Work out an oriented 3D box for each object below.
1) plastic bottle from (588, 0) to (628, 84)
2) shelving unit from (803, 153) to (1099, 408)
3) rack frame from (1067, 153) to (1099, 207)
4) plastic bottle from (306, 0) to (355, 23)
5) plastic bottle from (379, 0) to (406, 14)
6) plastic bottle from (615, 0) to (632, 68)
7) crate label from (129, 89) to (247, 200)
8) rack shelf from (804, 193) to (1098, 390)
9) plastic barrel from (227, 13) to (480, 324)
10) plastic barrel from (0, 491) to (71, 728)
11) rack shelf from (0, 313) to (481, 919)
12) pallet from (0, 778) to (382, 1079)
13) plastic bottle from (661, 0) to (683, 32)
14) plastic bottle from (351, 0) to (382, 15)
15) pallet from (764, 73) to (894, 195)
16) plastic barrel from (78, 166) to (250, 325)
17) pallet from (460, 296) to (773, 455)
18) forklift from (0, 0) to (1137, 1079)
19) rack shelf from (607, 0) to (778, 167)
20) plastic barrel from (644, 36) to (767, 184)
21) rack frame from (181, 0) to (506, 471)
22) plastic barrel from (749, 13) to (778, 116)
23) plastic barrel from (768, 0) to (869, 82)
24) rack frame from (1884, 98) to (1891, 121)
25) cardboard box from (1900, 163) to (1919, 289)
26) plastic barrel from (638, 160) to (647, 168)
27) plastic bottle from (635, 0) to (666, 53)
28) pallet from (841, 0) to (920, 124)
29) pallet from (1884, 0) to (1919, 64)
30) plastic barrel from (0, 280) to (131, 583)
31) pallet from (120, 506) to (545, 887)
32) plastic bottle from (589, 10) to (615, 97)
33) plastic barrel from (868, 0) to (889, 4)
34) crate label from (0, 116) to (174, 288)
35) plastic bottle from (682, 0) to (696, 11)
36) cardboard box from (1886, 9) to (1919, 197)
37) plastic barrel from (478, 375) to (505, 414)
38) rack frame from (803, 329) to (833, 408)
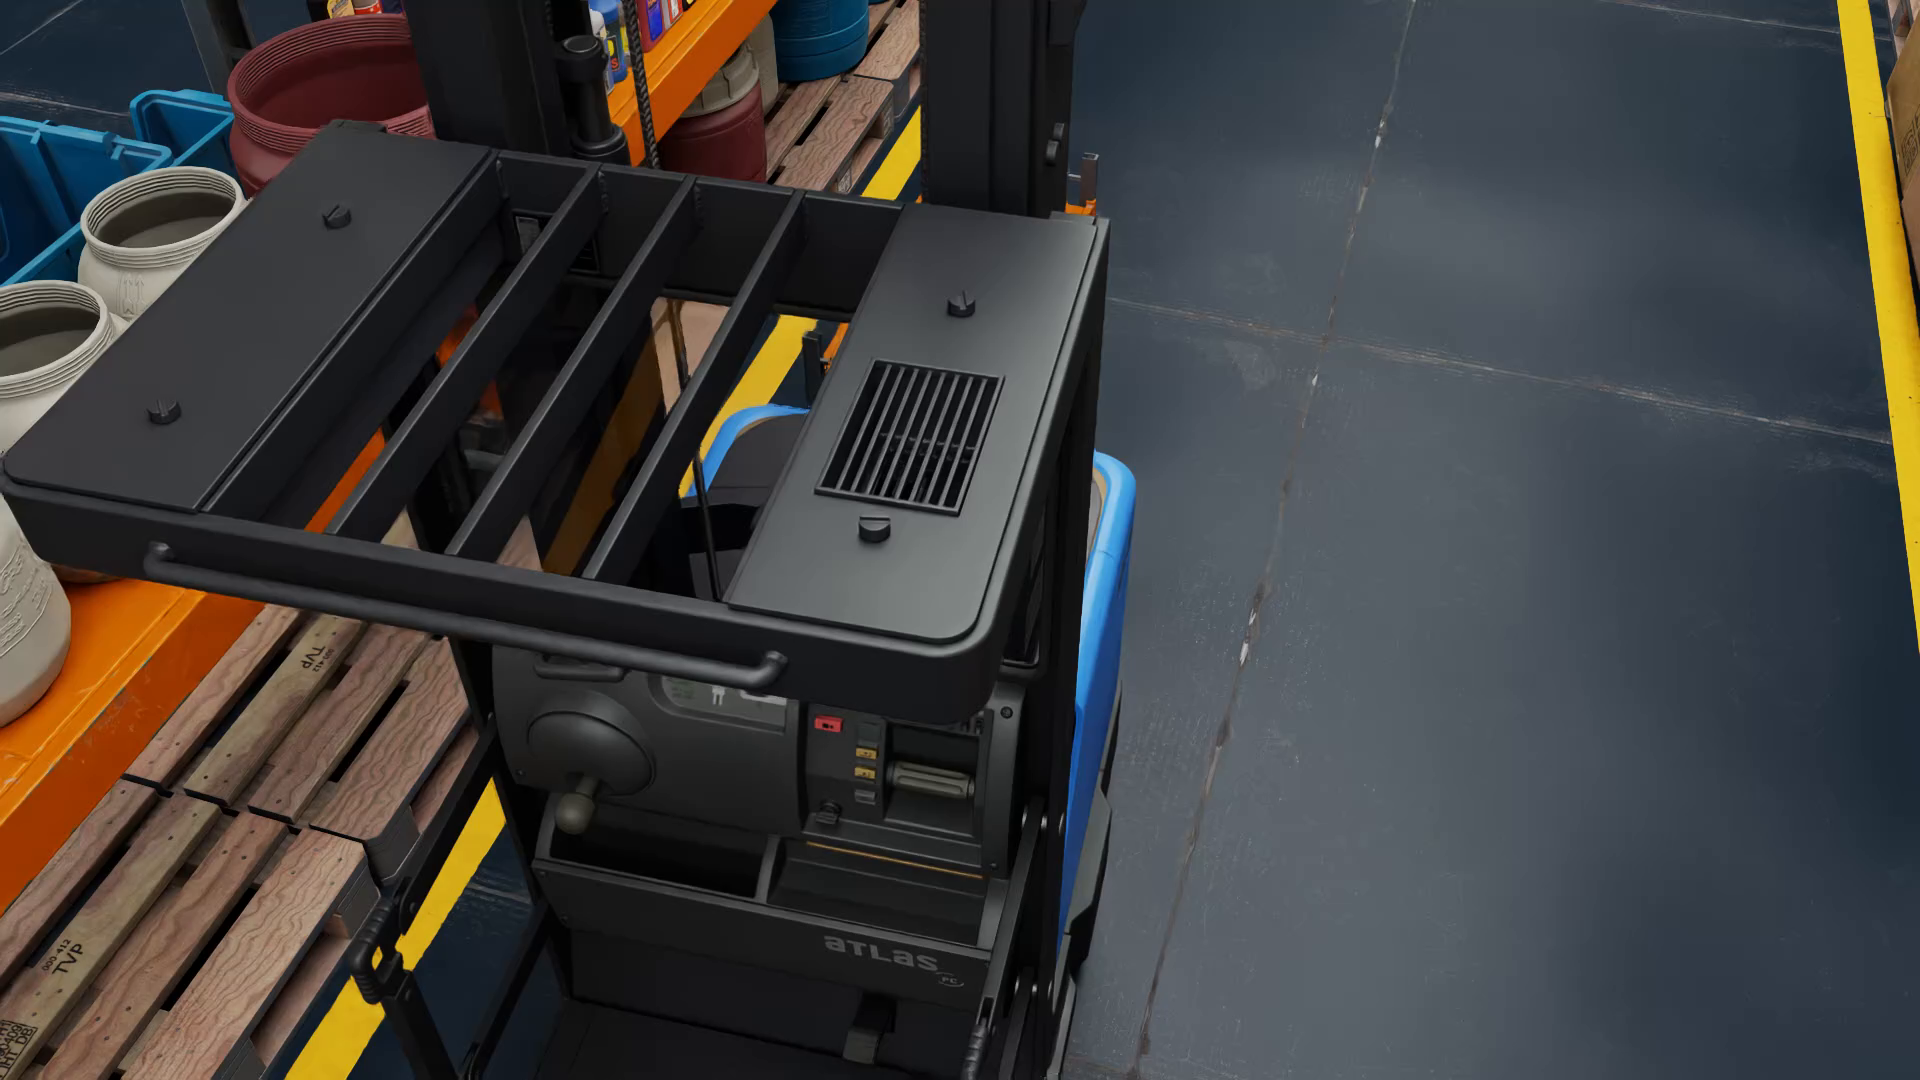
[{"bbox_3d":[-0.996,-1.422,4.651,0.097,0.271,0.097,0,44,0],"label":"plastic bottle"},{"bbox_3d":[0.002,-0.407,4.861,0.538,1.125,1.048,13,46,13],"label":"shelving unit"},{"bbox_3d":[0.156,-0.745,5.207,0.500,1.125,0.032,13,46,13],"label":"rack frame"},{"bbox_3d":[-1.781,-1.495,4.717,0.061,0.283,0.133,13,46,13],"label":"plastic bottle"},{"bbox_3d":[-1.711,-1.649,4.874,0.061,0.283,0.133,13,46,13],"label":"plastic bottle"},{"bbox_3d":[-0.967,-1.462,4.742,0.097,0.201,0.097,0,44,0],"label":"plastic bottle"},{"bbox_3d":[-1.981,-0.916,4.161,0.303,0.233,0.416,13,46,13],"label":"crate label"},{"bbox_3d":[0.002,-0.616,4.656,0.538,0.278,1.000,13,46,13],"label":"rack shelf"},{"bbox_3d":[-1.348,-0.852,3.879,0.600,0.536,0.708,13,46,13],"label":"plastic barrel"},{"bbox_3d":[-1.856,0.072,2.934,0.433,0.535,0.433,0,44,0],"label":"plastic barrel"},{"bbox_3d":[-2.102,0.413,3.197,1.077,0.370,4.000,13,46,13],"label":"rack shelf"},{"bbox_3d":[-2.140,1.138,3.936,1.003,0.211,1.213,13,46,13],"label":"pallet"},{"bbox_3d":[-0.917,-1.661,4.891,0.152,0.276,0.135,13,46,13],"label":"plastic bottle"},{"bbox_3d":[-1.728,-1.539,4.820,0.097,0.201,0.097,0,44,0],"label":"plastic bottle"},{"bbox_3d":[-0.926,-1.525,6.658,1.003,0.211,1.213,13,46,13],"label":"pallet"},{"bbox_3d":[-1.605,-0.486,3.522,0.421,0.512,0.421,0,44,0],"label":"plastic barrel"},{"bbox_3d":[-1.298,-0.715,5.829,1.003,0.211,1.213,13,46,13],"label":"pallet"},{"bbox_3d":[-0.404,0.448,2.696,1.130,2.935,3.031,9,45,9],"label":"forklift"},{"bbox_3d":[-0.891,-2.253,5.922,1.077,0.370,4.000,13,46,13],"label":"rack shelf"},{"bbox_3d":[-1.023,-1.548,6.111,0.600,0.588,0.708,13,46,13],"label":"plastic barrel"},{"bbox_3d":[-1.497,-1.177,4.308,1.000,3.000,0.127,13,46,13],"label":"rack frame"},{"bbox_3d":[-0.937,-1.916,6.541,0.421,0.512,0.421,0,44,0],"label":"plastic barrel"},{"bbox_3d":[-0.681,-2.412,6.770,0.600,0.901,0.708,13,46,13],"label":"plastic barrel"},{"bbox_3d":[4.435,-2.794,5.961,1.000,3.000,0.127,13,46,13],"label":"rack frame"},{"bbox_3d":[3.991,-1.158,5.508,1.225,0.875,0.875,11,45,11],"label":"cardboard box"},{"bbox_3d":[-1.279,-1.163,5.772,0.421,0.512,0.421,0,44,0],"label":"plastic barrel"},{"bbox_3d":[-0.915,-1.565,4.788,0.061,0.283,0.133,13,46,13],"label":"plastic bottle"},{"bbox_3d":[-0.559,-2.341,7.491,1.003,0.211,1.213,13,46,13],"label":"pallet"},{"bbox_3d":[4.740,-2.288,7.437,1.003,0.211,1.213,13,46,13],"label":"pallet"},{"bbox_3d":[-1.732,-0.205,3.235,0.421,0.512,0.421,0,44,0],"label":"plastic barrel"},{"bbox_3d":[-1.768,0.328,4.764,1.003,0.211,1.213,13,46,13],"label":"pallet"},{"bbox_3d":[-1.058,-1.352,4.576,0.152,0.276,0.135,13,46,13],"label":"plastic bottle"},{"bbox_3d":[-0.466,-2.884,7.253,0.600,0.901,0.708,13,46,13],"label":"plastic barrel"},{"bbox_3d":[-2.055,-0.585,3.677,0.502,0.435,0.616,13,46,13],"label":"crate label"},{"bbox_3d":[-0.833,-1.743,4.970,0.061,0.283,0.133,13,46,13],"label":"plastic bottle"},{"bbox_3d":[4.260,-1.754,6.117,1.225,0.875,0.875,13,46,13],"label":"cardboard box"},{"bbox_3d":[-1.365,-0.881,5.257,0.600,0.830,0.708,13,46,13],"label":"plastic barrel"},{"bbox_3d":[-0.152,-0.068,4.515,0.500,1.125,0.032,13,46,13],"label":"rack frame"}]
